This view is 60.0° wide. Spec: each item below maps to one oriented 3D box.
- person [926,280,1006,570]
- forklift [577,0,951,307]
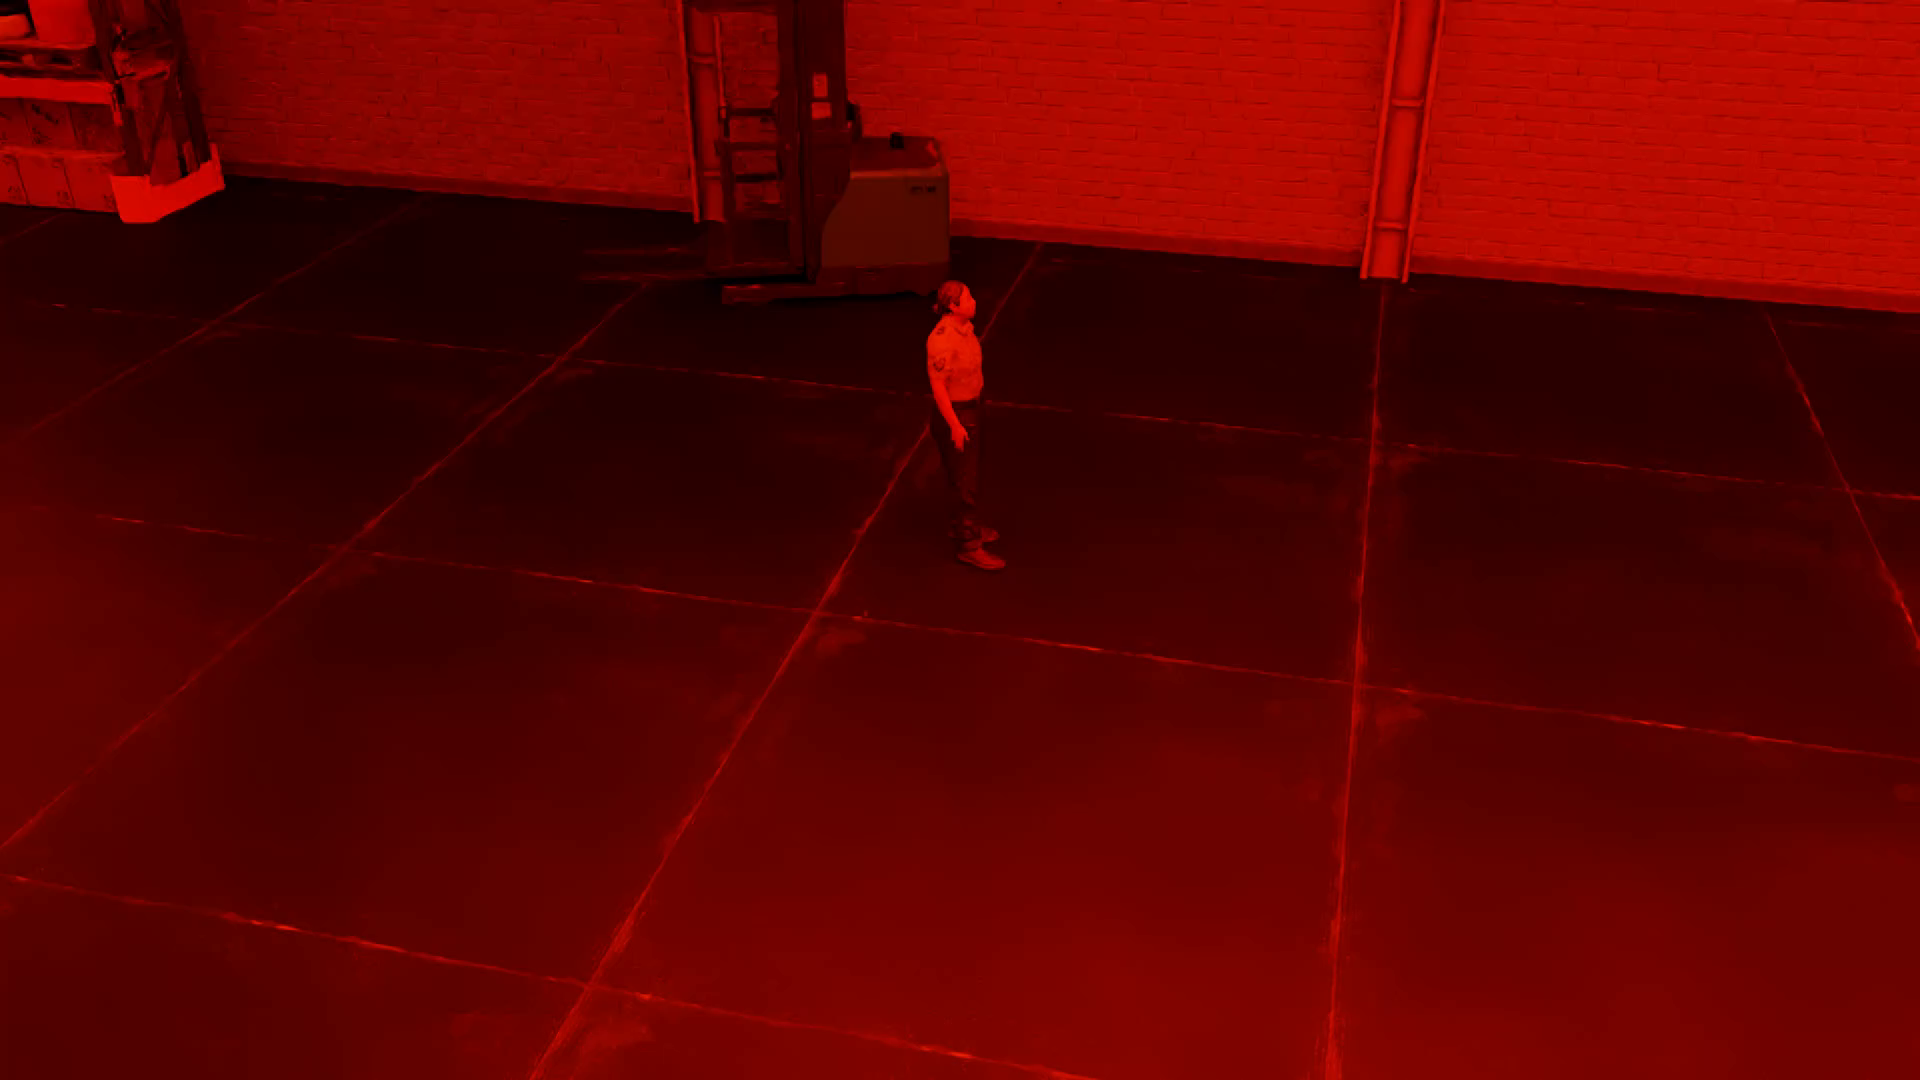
[{"bbox_3d":[0.082,-0.701,9.696,0.502,1.650,0.599,7,30,12],"label":"person"},{"bbox_3d":[-1.623,-3.439,13.240,3.031,2.935,1.130,-3,30,-5],"label":"forklift"}]
